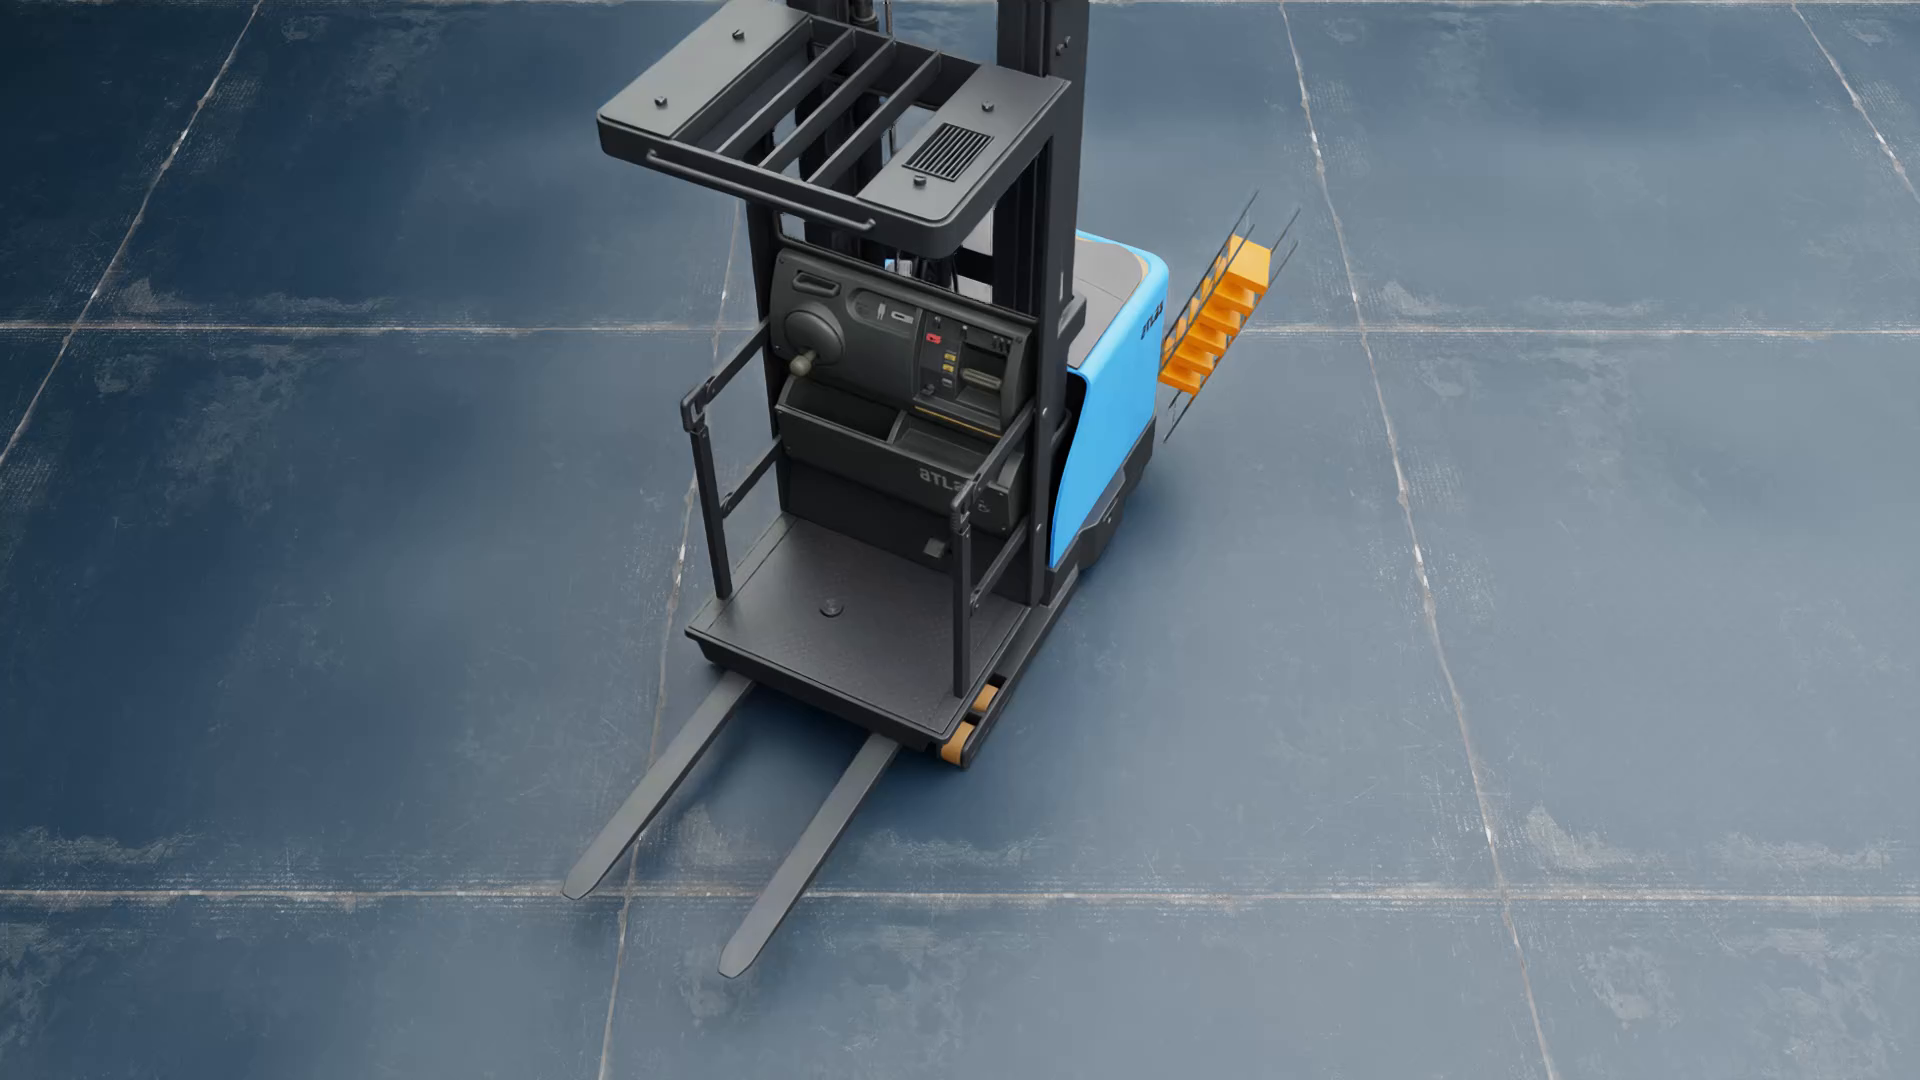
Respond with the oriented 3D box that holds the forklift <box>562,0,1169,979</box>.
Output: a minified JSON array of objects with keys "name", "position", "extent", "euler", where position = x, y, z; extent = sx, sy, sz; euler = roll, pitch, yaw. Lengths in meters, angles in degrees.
[{"name":"forklift","position":[-0.311,-0.558,5.348],"extent":[1.130,2.935,3.031],"euler":[21,50,18]}]

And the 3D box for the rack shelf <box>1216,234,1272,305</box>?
[{"name":"rack shelf","position":[1.131,-1.081,6.616],"extent":[0.180,0.103,0.258],"euler":[21,47,-8]}]

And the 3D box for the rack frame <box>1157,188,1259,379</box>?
[{"name":"rack frame","position":[0.939,-0.926,6.832],"extent":[0.006,1.200,0.240],"euler":[21,47,-8]}]

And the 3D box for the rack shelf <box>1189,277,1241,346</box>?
[{"name":"rack shelf","position":[1.049,-0.938,6.790],"extent":[0.180,0.103,0.258],"euler":[21,47,-8]}]

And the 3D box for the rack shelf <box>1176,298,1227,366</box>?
[{"name":"rack shelf","position":[1.009,-0.866,6.877],"extent":[0.180,0.103,0.258],"euler":[21,47,-8]}]

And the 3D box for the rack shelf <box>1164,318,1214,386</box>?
[{"name":"rack shelf","position":[0.968,-0.795,6.965],"extent":[0.180,0.103,0.258],"euler":[21,47,-8]}]

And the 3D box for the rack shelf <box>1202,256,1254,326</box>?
[{"name":"rack shelf","position":[1.090,-1.009,6.703],"extent":[0.180,0.103,0.258],"euler":[21,47,-8]}]

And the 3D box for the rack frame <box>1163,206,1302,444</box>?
[{"name":"rack frame","position":[1.108,-0.860,6.858],"extent":[0.006,1.200,0.240],"euler":[21,47,-8]}]

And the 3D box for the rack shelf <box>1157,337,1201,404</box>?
[{"name":"rack shelf","position":[0.927,-0.723,7.052],"extent":[0.180,0.103,0.258],"euler":[21,47,-8]}]

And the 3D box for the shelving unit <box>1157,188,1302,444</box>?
[{"name":"shelving unit","position":[1.024,-0.893,6.845],"extent":[0.189,1.200,0.258],"euler":[21,47,-8]}]
